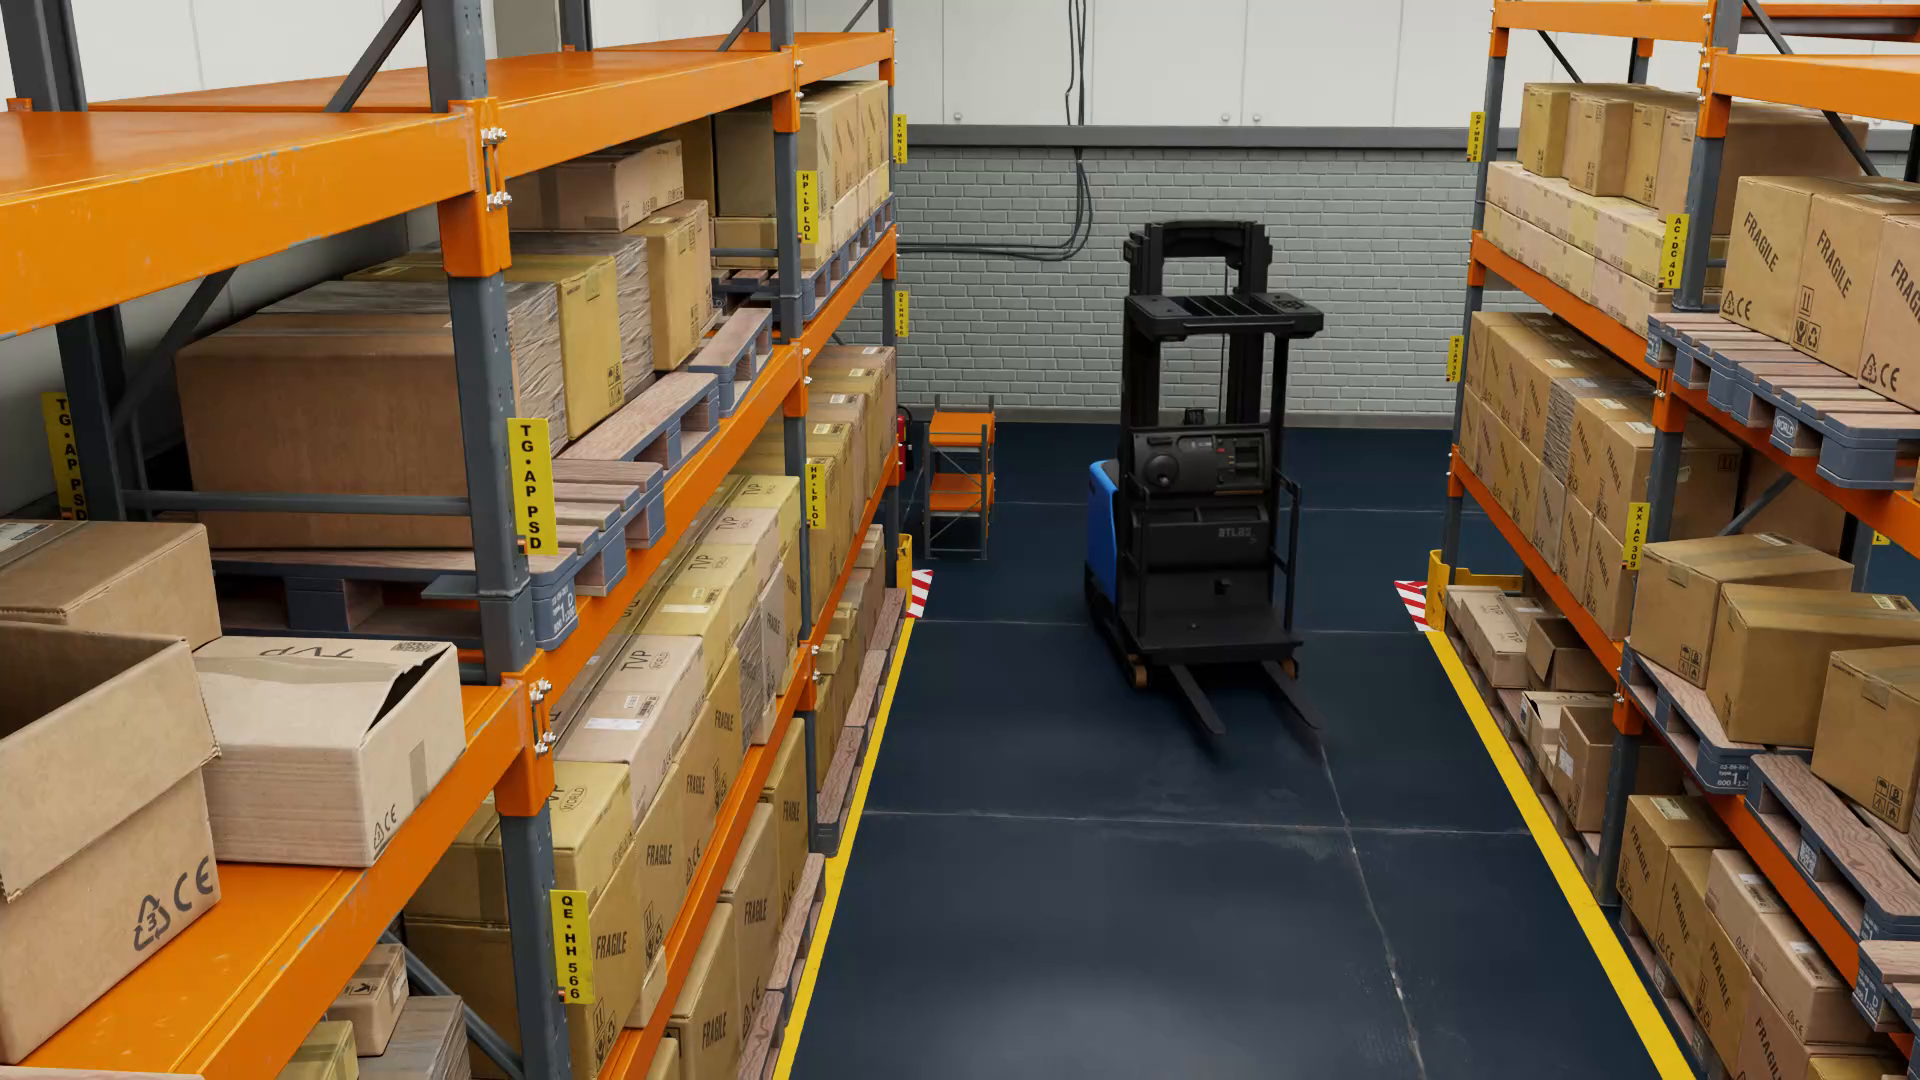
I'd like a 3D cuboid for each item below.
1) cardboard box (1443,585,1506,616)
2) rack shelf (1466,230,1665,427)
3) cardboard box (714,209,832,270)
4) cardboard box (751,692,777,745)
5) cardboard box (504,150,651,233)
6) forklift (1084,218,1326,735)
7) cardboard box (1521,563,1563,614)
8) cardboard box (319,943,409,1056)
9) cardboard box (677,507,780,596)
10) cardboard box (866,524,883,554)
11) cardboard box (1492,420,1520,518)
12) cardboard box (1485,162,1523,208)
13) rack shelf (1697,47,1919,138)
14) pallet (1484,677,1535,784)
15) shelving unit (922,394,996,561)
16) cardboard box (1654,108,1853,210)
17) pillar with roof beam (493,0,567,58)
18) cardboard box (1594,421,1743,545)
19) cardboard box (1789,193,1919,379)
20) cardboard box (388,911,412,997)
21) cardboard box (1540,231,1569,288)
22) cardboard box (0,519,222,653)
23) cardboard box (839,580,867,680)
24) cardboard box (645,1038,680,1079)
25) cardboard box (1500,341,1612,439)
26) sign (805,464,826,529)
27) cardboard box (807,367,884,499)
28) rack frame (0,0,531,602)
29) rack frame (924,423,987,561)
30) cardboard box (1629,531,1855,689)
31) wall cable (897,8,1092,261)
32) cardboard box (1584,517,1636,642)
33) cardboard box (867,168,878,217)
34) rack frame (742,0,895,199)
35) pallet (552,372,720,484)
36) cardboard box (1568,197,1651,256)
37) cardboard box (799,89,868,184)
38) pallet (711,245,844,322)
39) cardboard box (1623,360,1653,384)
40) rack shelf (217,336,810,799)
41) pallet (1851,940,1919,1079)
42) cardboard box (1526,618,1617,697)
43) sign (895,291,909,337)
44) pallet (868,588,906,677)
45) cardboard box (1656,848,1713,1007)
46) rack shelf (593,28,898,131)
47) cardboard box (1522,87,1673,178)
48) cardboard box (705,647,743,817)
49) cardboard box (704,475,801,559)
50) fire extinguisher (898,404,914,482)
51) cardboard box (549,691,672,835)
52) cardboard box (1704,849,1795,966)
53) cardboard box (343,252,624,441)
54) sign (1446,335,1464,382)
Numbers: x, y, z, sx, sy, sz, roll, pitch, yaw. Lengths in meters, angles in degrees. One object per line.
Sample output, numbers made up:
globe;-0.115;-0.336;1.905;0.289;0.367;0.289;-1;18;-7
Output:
cardboard box;3.615;0.430;11.664;0.380;0.149;0.250;1;18;4
rack shelf;3.844;-1.300;9.412;1.077;0.370;4.000;1;18;4
cardboard box;-0.928;-1.515;8.317;0.500;0.250;0.500;1;18;4
cardboard box;-1.001;0.758;7.163;0.380;0.149;0.250;1;18;4
cardboard box;-1.459;-1.301;6.188;0.500;0.250;0.500;1;18;2
forklift;1.636;-0.525;10.819;1.130;2.935;3.031;-2;18;-7
cardboard box;4.194;0.315;11.451;0.500;0.500;0.500;1;18;4
cardboard box;-1.522;1.081;3.899;0.380;0.149;0.250;-1;18;-3
cardboard box;-1.065;0.050;7.079;0.500;0.250;0.500;2;18;5
cardboard box;-0.731;-0.003;11.415;0.380;0.149;0.250;1;18;3
cardboard box;3.622;-0.437;10.279;0.500;0.500;0.500;1;18;4
cardboard box;3.691;-2.276;10.671;0.500;0.250;0.500;1;18;4
rack shelf;3.557;-1.293;5.215;1.077;0.370;4.000;1;18;4
pallet;3.836;1.137;10.115;1.003;0.211;1.213;1;18;4
shelving unit;0.000;-0.537;13.754;0.538;1.125;1.048;1;18;4
cardboard box;3.875;-1.847;8.160;0.700;0.500;0.500;1;18;4
pillar with roof beam;2.241;-2.696;7.700;9.100;9.000;0.400;1;18;4
cardboard box;3.479;-0.281;8.197;0.500;0.500;0.500;1;18;4
cardboard box;3.566;-0.953;6.200;0.600;0.600;0.600;1;18;3
cardboard box;-1.756;1.187;4.814;0.500;0.500;0.500;1;18;4
cardboard box;3.585;-1.572;9.328;0.500;0.250;0.500;1;18;4
cardboard box;-1.808;0.274;3.261;0.500;0.500;0.500;1;18;4
cardboard box;-0.975;0.572;10.699;0.700;0.500;0.500;1;18;2
cardboard box;-1.344;2.134;5.371;0.750;0.750;0.750;1;18;3
cardboard box;3.622;-0.911;10.118;0.500;0.500;0.500;2;18;5
sign;-0.698;-0.208;8.009;0.100;0.325;0.005;1;18;4
cardboard box;-1.021;-0.705;10.775;0.980;0.700;0.700;1;18;3
rack frame;-1.527;-1.313;3.479;1.000;3.000;0.127;1;18;4
rack frame;-0.036;-0.379;13.272;0.500;1.125;0.032;1;18;4
cardboard box;3.444;0.300;7.356;0.700;0.500;0.500;-5;19;-15
wall cable;-0.192;-4.071;16.882;3.097;2.526;0.112;1;18;4
cardboard box;3.481;0.196;8.347;0.500;0.500;0.500;2;18;5
cardboard box;-0.777;-2.153;10.266;0.500;0.250;0.500;1;18;2
rack frame;-0.954;-3.798;11.062;1.000;3.000;0.127;1;18;4
pallet;-1.457;-0.347;5.650;1.003;0.211;1.213;2;18;6
cardboard box;3.542;-1.655;8.776;0.500;0.250;0.500;1;18;4
cardboard box;-0.810;-2.354;9.674;0.500;0.500;0.500;0;18;1
pallet;-1.171;-1.342;8.526;1.003;0.211;1.213;1;18;4
cardboard box;4.125;-0.738;9.593;0.500;0.500;0.500;2;18;6
rack shelf;-1.384;-0.167;5.954;1.077;0.370;4.000;1;18;4
pallet;3.393;1.526;4.757;1.213;0.211;1.003;1;18;4
cardboard box;3.830;0.798;9.972;0.797;0.503;0.637;1;18;4
sign;-0.413;-1.593;11.729;0.100;0.325;0.005;1;18;4
pallet;-0.933;0.628;11.667;1.003;0.211;1.213;1;18;4
cardboard box;3.396;1.694;7.243;0.500;0.500;0.500;2;18;5
rack shelf;-1.097;-2.645;9.341;1.077;0.370;4.000;1;18;4
cardboard box;3.847;-2.472;10.068;0.700;0.500;0.500;1;18;4
cardboard box;-1.124;0.716;6.252;0.500;0.500;0.500;2;18;5
cardboard box;-1.019;-0.109;7.563;0.500;0.250;0.500;2;18;5
fire extinguisher;-0.482;-0.770;12.178;0.296;0.674;0.183;1;18;4
cardboard box;-1.200;0.681;5.154;0.500;0.250;0.500;1;18;3
cardboard box;3.351;1.482;6.685;0.500;0.250;0.500;1;18;4
cardboard box;-1.511;-0.634;5.355;0.700;0.500;0.500;2;18;7
sign;3.446;-1.261;11.564;0.100;0.325;0.005;1;18;4
